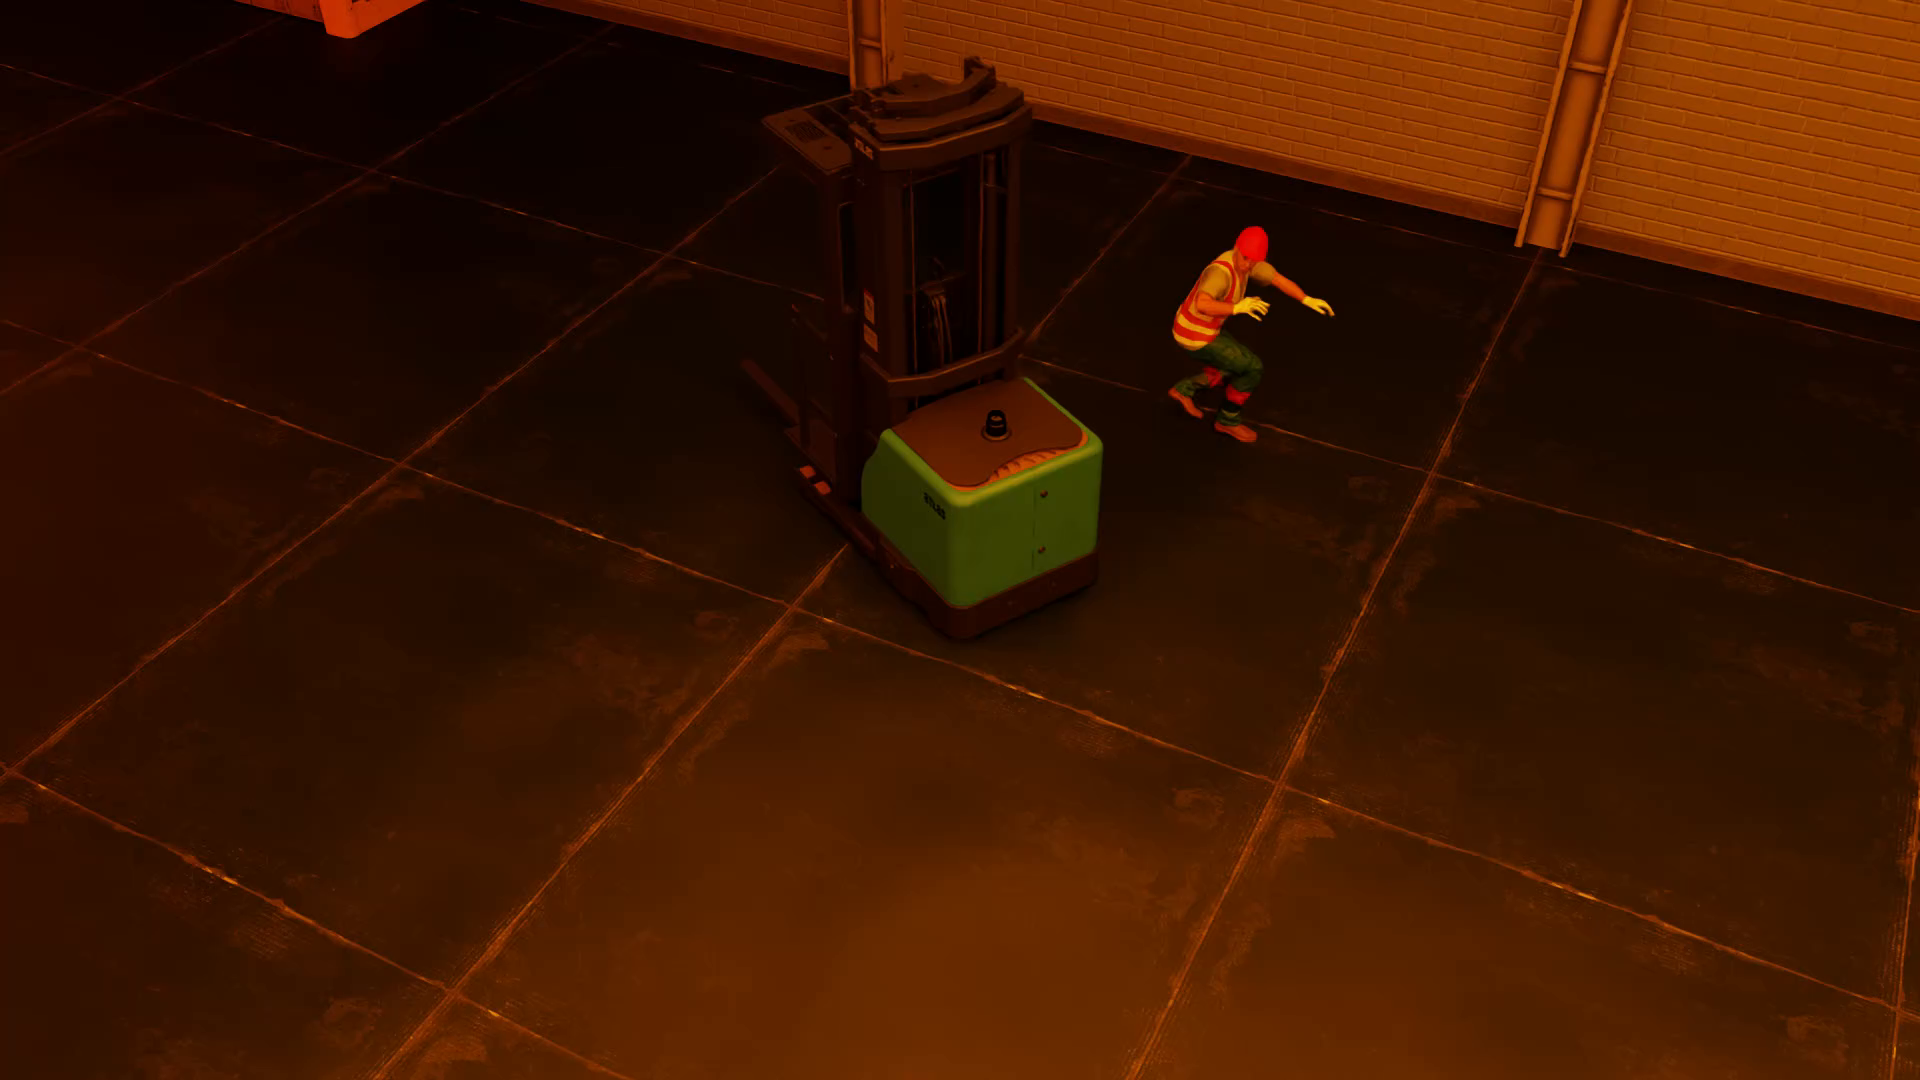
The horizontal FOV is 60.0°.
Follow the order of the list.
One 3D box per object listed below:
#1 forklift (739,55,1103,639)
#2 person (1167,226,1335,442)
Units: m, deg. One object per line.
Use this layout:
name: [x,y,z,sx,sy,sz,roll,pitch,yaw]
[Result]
forklift: [-0.407,-1.475,9.738,1.130,2.935,3.031,-23,45,-25]
person: [1.872,-1.303,10.659,1.021,1.483,0.788,7,41,8]
